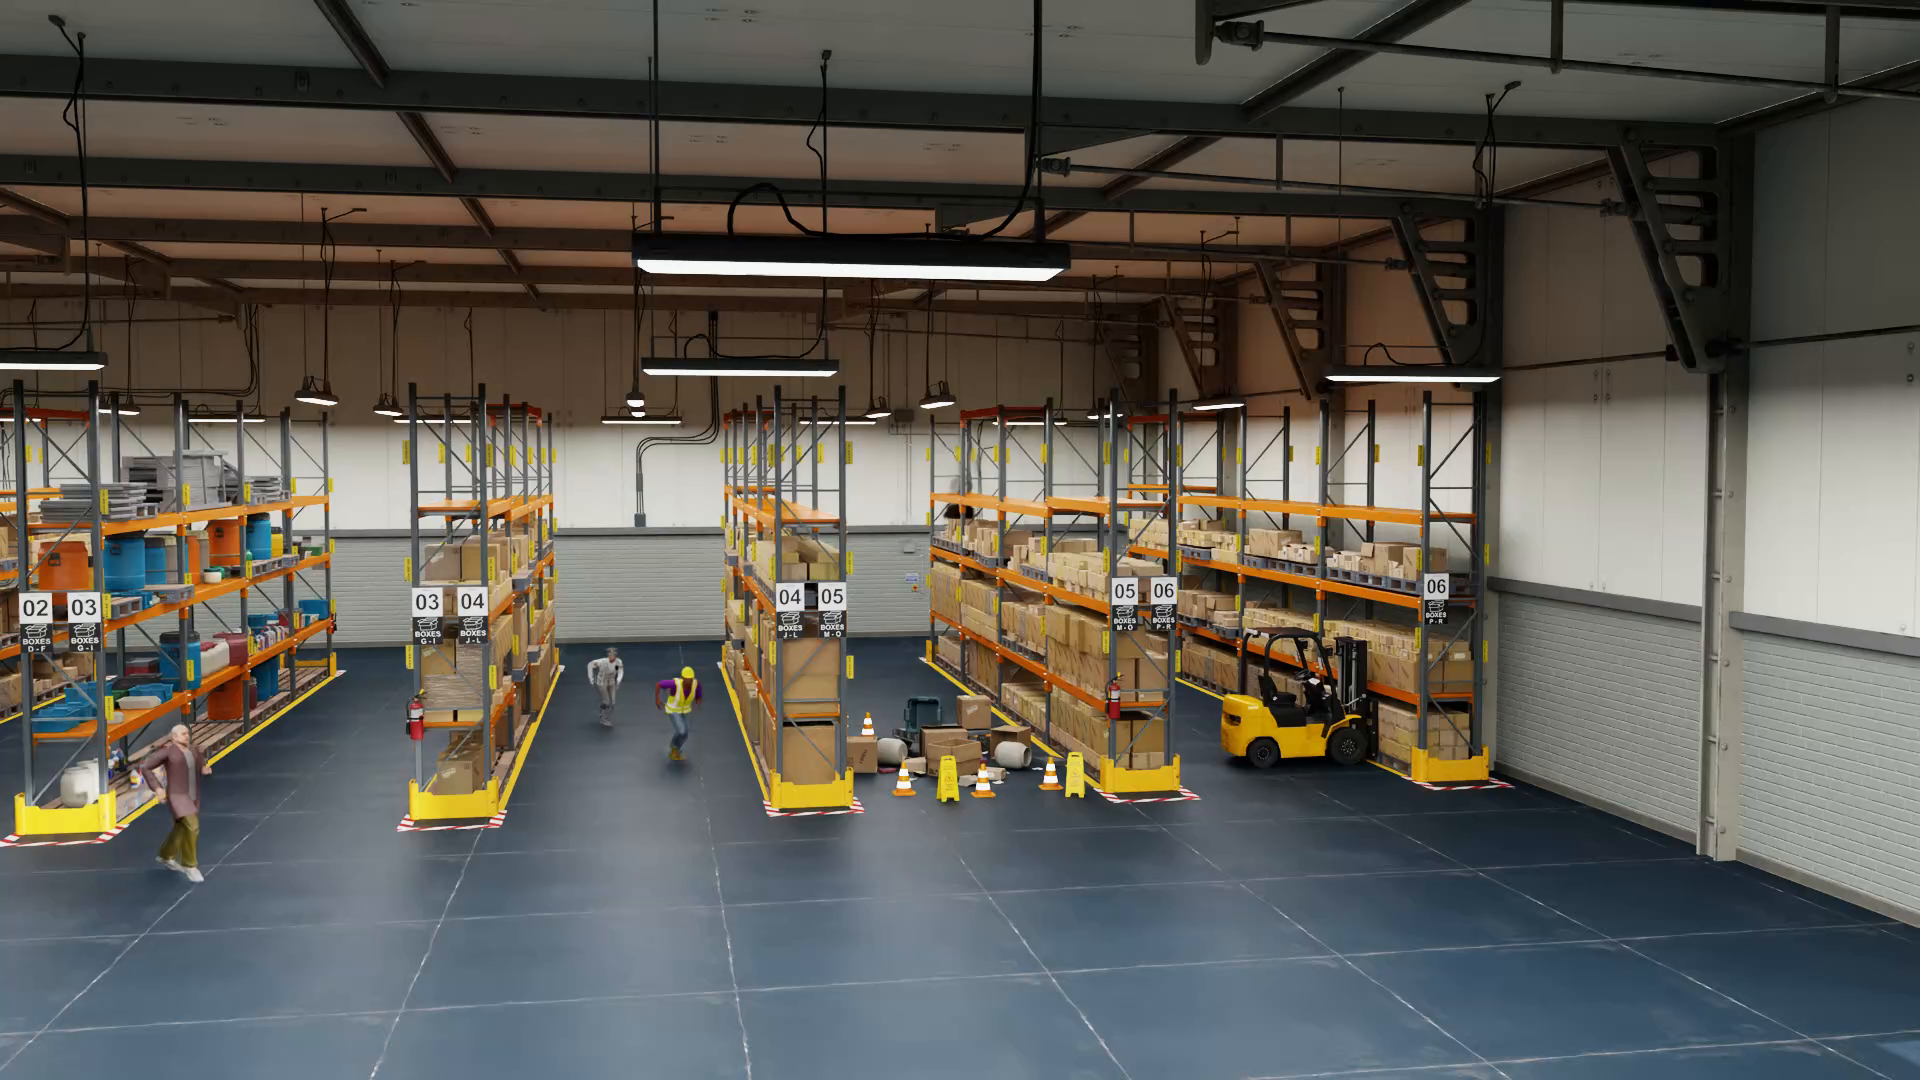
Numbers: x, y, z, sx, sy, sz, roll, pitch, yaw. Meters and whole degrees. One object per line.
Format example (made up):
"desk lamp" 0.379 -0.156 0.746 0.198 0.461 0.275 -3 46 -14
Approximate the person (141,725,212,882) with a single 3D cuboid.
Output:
"person" -9.241 3.113 19.734 0.856 1.850 0.677 1 3 15

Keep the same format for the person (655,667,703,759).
"person" -4.574 2.831 27.048 0.739 1.578 0.893 -2 4 -35

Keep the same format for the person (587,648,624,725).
"person" -6.540 2.712 30.702 0.639 1.488 0.754 -2 3 -31
